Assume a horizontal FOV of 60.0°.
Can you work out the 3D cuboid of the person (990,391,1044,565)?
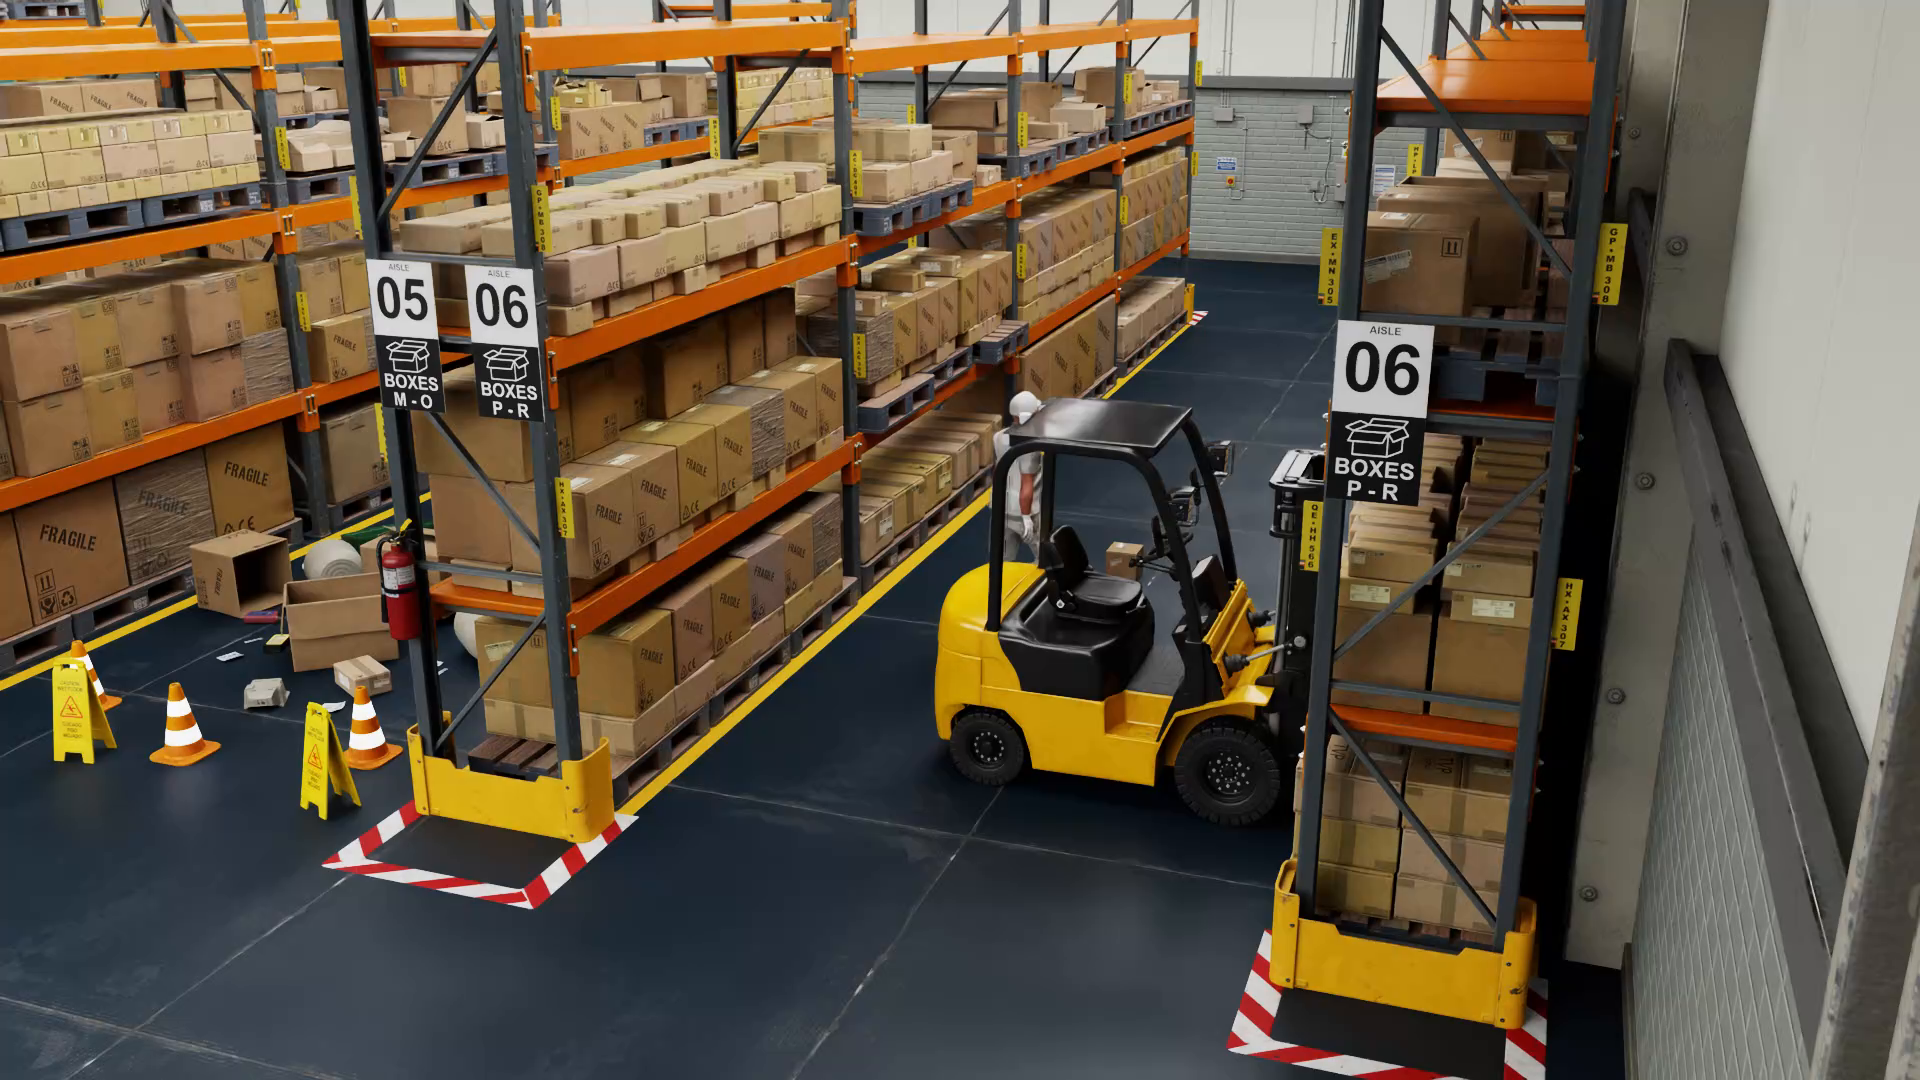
[{"bbox_3d":[0.405,-0.184,12.042,0.548,1.791,0.583,-13,23,-35],"label":"person"}]
